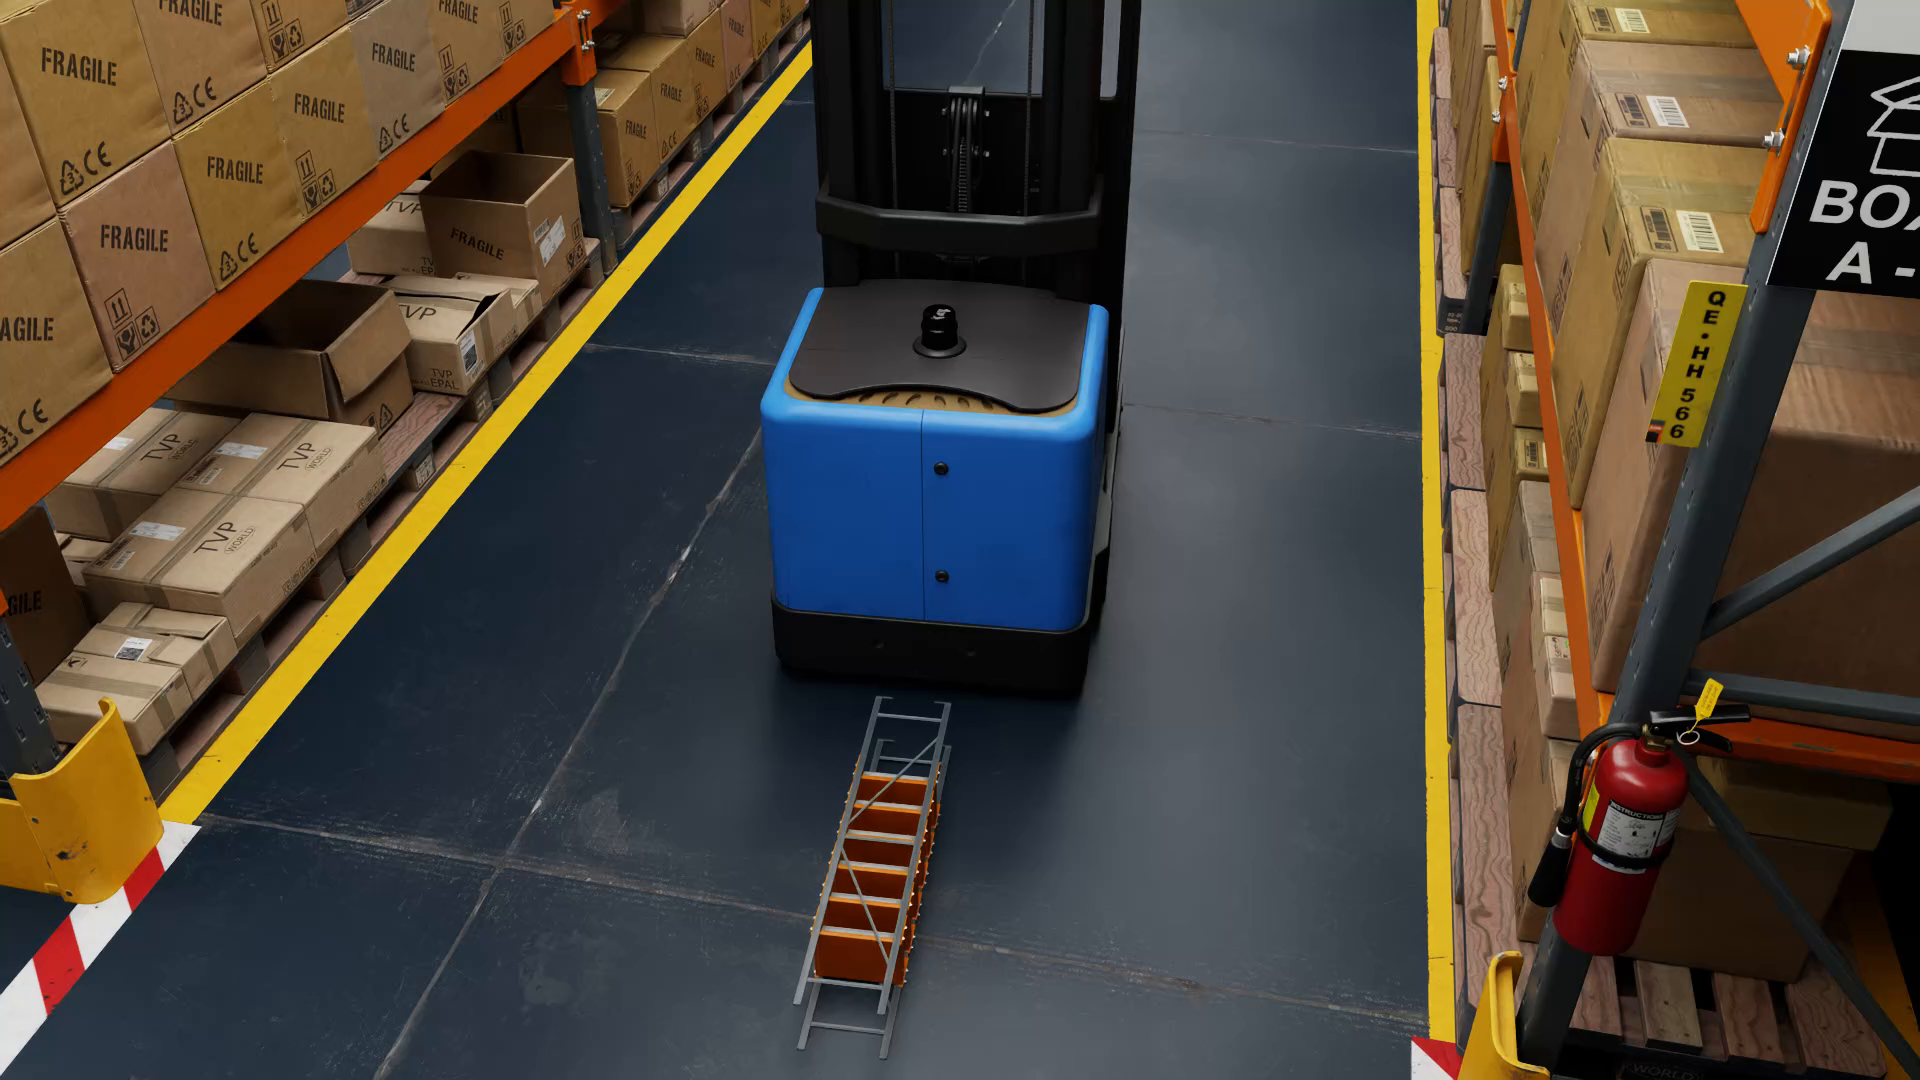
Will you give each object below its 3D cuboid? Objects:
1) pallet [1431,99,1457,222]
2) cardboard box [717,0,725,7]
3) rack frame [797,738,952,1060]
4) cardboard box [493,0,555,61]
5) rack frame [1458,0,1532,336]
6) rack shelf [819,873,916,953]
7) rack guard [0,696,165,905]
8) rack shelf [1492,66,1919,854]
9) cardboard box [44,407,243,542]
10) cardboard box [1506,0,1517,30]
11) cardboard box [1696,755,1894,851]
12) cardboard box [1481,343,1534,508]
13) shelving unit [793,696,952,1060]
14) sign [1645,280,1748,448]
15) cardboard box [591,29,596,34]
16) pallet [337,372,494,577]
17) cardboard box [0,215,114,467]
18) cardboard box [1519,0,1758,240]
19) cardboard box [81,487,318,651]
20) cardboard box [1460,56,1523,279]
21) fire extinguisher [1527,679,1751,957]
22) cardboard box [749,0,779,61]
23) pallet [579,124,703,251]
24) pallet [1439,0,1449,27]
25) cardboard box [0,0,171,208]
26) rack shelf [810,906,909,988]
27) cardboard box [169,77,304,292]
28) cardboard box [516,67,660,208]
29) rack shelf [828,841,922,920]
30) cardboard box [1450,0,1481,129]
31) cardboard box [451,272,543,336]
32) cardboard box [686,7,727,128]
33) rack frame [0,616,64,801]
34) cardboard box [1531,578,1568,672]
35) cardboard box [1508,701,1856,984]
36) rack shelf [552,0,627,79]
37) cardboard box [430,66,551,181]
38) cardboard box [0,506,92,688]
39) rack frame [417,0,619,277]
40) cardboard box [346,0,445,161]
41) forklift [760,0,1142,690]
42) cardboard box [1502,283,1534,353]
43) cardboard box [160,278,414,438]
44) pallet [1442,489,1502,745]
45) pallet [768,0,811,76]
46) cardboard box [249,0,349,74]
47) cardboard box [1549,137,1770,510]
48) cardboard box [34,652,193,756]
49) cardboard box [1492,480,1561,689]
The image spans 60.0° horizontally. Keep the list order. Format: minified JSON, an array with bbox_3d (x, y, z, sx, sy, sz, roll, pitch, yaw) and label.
[{"bbox_3d":[3.027,-1.982,8.804,1.003,0.211,1.213,7,37,10],"label":"pallet"},{"bbox_3d":[-1.501,-3.154,9.161,0.500,0.250,0.500,7,36,9],"label":"cardboard box"},{"bbox_3d":[-0.228,1.002,4.857,0.240,0.006,1.200,5,37,6],"label":"rack frame"},{"bbox_3d":[-2.019,-2.298,6.779,0.500,0.500,0.500,8,37,11],"label":"cardboard box"},{"bbox_3d":[2.677,-1.957,6.395,1.000,3.000,0.127,7,37,10],"label":"rack frame"},{"bbox_3d":[-0.255,1.043,4.646,0.258,0.180,0.103,5,37,6],"label":"rack shelf"},{"bbox_3d":[-3.001,0.686,4.878,1.175,0.500,0.348,7,37,10],"label":"rack guard"},{"bbox_3d":[2.250,-0.520,5.024,1.077,0.370,4.000,7,37,10],"label":"rack shelf"},{"bbox_3d":[-2.909,-0.231,5.981,0.500,0.250,0.500,7,37,10],"label":"cardboard box"},{"bbox_3d":[2.504,-2.241,6.983,0.380,0.149,0.250,8,37,11],"label":"cardboard box"},{"bbox_3d":[2.044,0.598,4.088,0.380,0.149,0.250,8,37,10],"label":"cardboard box"},{"bbox_3d":[2.307,-0.412,6.034,0.700,0.500,0.500,7,37,9],"label":"cardboard box"},{"bbox_3d":[-0.228,0.928,4.803,0.258,0.189,1.200,5,37,6],"label":"shelving unit"},{"bbox_3d":[1.296,-0.305,2.926,0.100,0.325,0.005,7,37,10],"label":"sign"},{"bbox_3d":[-2.116,-2.631,9.079,0.500,0.500,0.500,8,37,11],"label":"cardboard box"},{"bbox_3d":[-2.569,-0.352,6.556,1.003,0.211,1.213,7,37,10],"label":"pallet"},{"bbox_3d":[-2.665,-0.545,4.360,0.500,0.500,0.500,8,37,11],"label":"cardboard box"},{"bbox_3d":[2.384,-1.352,5.304,0.980,0.700,0.700,6,36,9],"label":"cardboard box"},{"bbox_3d":[-2.517,0.089,5.539,0.500,0.250,0.500,7,37,10],"label":"cardboard box"},{"bbox_3d":[2.689,-1.646,7.439,0.750,0.750,0.750,8,37,11],"label":"cardboard box"},{"bbox_3d":[1.340,0.547,3.323,0.296,0.674,0.183,7,37,10],"label":"fire extinguisher"},{"bbox_3d":[-1.390,-3.173,9.827,0.500,0.500,0.500,6,36,8],"label":"cardboard box"},{"bbox_3d":[-2.026,-1.918,8.717,1.003,0.211,1.213,7,37,10],"label":"pallet"},{"bbox_3d":[3.700,-3.569,10.995,1.003,0.211,1.213,7,37,10],"label":"pallet"},{"bbox_3d":[-2.560,-1.250,4.482,0.500,0.500,0.500,8,37,10],"label":"cardboard box"},{"bbox_3d":[-0.272,1.113,4.551,0.258,0.180,0.103,5,37,6],"label":"rack shelf"},{"bbox_3d":[-2.450,-1.129,5.166,0.500,0.500,0.500,7,37,10],"label":"cardboard box"},{"bbox_3d":[-1.821,-1.989,8.193,0.500,0.500,0.500,6,36,8],"label":"cardboard box"},{"bbox_3d":[-0.239,0.972,4.742,0.258,0.180,0.103,5,37,6],"label":"rack shelf"},{"bbox_3d":[3.053,-2.644,8.816,0.750,0.750,0.750,7,37,10],"label":"cardboard box"},{"bbox_3d":[-2.029,-1.015,7.149,0.380,0.149,0.250,7,37,10],"label":"cardboard box"},{"bbox_3d":[-1.604,-2.582,9.011,0.500,0.500,0.500,8,37,11],"label":"cardboard box"},{"bbox_3d":[-3.017,-0.283,4.084,1.000,3.000,0.127,7,37,10],"label":"rack frame"},{"bbox_3d":[1.778,0.258,4.557,0.380,0.149,0.250,8,37,11],"label":"cardboard box"},{"bbox_3d":[1.875,0.764,4.412,0.700,0.500,0.500,7,37,10],"label":"cardboard box"},{"bbox_3d":[-1.736,-3.432,9.042,1.077,0.370,4.000,7,37,10],"label":"rack shelf"},{"bbox_3d":[-2.337,-2.061,8.293,0.500,0.500,0.500,7,37,10],"label":"cardboard box"},{"bbox_3d":[-3.142,0.208,5.162,0.500,0.500,0.500,7,37,10],"label":"cardboard box"},{"bbox_3d":[-2.163,-2.576,7.248,1.000,3.000,0.127,7,37,10],"label":"rack frame"},{"bbox_3d":[-2.235,-1.707,5.965,0.500,0.500,0.500,8,37,11],"label":"cardboard box"},{"bbox_3d":[0.081,-1.549,5.889,1.130,2.935,3.031,4,36,6],"label":"forklift"},{"bbox_3d":[2.166,-0.789,6.001,0.380,0.149,0.250,8,37,12],"label":"cardboard box"},{"bbox_3d":[-2.559,-0.666,6.365,0.797,0.503,0.637,7,37,10],"label":"cardboard box"},{"bbox_3d":[2.180,0.299,5.657,1.003,0.211,1.213,7,37,10],"label":"pallet"},{"bbox_3d":[-1.505,-3.317,10.647,1.003,0.211,1.213,7,37,10],"label":"pallet"},{"bbox_3d":[-2.341,-1.828,5.279,0.500,0.500,0.500,7,37,10],"label":"cardboard box"},{"bbox_3d":[2.067,-0.498,4.125,0.980,0.700,0.700,7,37,10],"label":"cardboard box"},{"bbox_3d":[-2.592,0.496,5.064,0.380,0.149,0.250,7,37,10],"label":"cardboard box"},{"bbox_3d":[2.088,0.189,5.206,0.700,0.500,0.500,6,36,8],"label":"cardboard box"}]
